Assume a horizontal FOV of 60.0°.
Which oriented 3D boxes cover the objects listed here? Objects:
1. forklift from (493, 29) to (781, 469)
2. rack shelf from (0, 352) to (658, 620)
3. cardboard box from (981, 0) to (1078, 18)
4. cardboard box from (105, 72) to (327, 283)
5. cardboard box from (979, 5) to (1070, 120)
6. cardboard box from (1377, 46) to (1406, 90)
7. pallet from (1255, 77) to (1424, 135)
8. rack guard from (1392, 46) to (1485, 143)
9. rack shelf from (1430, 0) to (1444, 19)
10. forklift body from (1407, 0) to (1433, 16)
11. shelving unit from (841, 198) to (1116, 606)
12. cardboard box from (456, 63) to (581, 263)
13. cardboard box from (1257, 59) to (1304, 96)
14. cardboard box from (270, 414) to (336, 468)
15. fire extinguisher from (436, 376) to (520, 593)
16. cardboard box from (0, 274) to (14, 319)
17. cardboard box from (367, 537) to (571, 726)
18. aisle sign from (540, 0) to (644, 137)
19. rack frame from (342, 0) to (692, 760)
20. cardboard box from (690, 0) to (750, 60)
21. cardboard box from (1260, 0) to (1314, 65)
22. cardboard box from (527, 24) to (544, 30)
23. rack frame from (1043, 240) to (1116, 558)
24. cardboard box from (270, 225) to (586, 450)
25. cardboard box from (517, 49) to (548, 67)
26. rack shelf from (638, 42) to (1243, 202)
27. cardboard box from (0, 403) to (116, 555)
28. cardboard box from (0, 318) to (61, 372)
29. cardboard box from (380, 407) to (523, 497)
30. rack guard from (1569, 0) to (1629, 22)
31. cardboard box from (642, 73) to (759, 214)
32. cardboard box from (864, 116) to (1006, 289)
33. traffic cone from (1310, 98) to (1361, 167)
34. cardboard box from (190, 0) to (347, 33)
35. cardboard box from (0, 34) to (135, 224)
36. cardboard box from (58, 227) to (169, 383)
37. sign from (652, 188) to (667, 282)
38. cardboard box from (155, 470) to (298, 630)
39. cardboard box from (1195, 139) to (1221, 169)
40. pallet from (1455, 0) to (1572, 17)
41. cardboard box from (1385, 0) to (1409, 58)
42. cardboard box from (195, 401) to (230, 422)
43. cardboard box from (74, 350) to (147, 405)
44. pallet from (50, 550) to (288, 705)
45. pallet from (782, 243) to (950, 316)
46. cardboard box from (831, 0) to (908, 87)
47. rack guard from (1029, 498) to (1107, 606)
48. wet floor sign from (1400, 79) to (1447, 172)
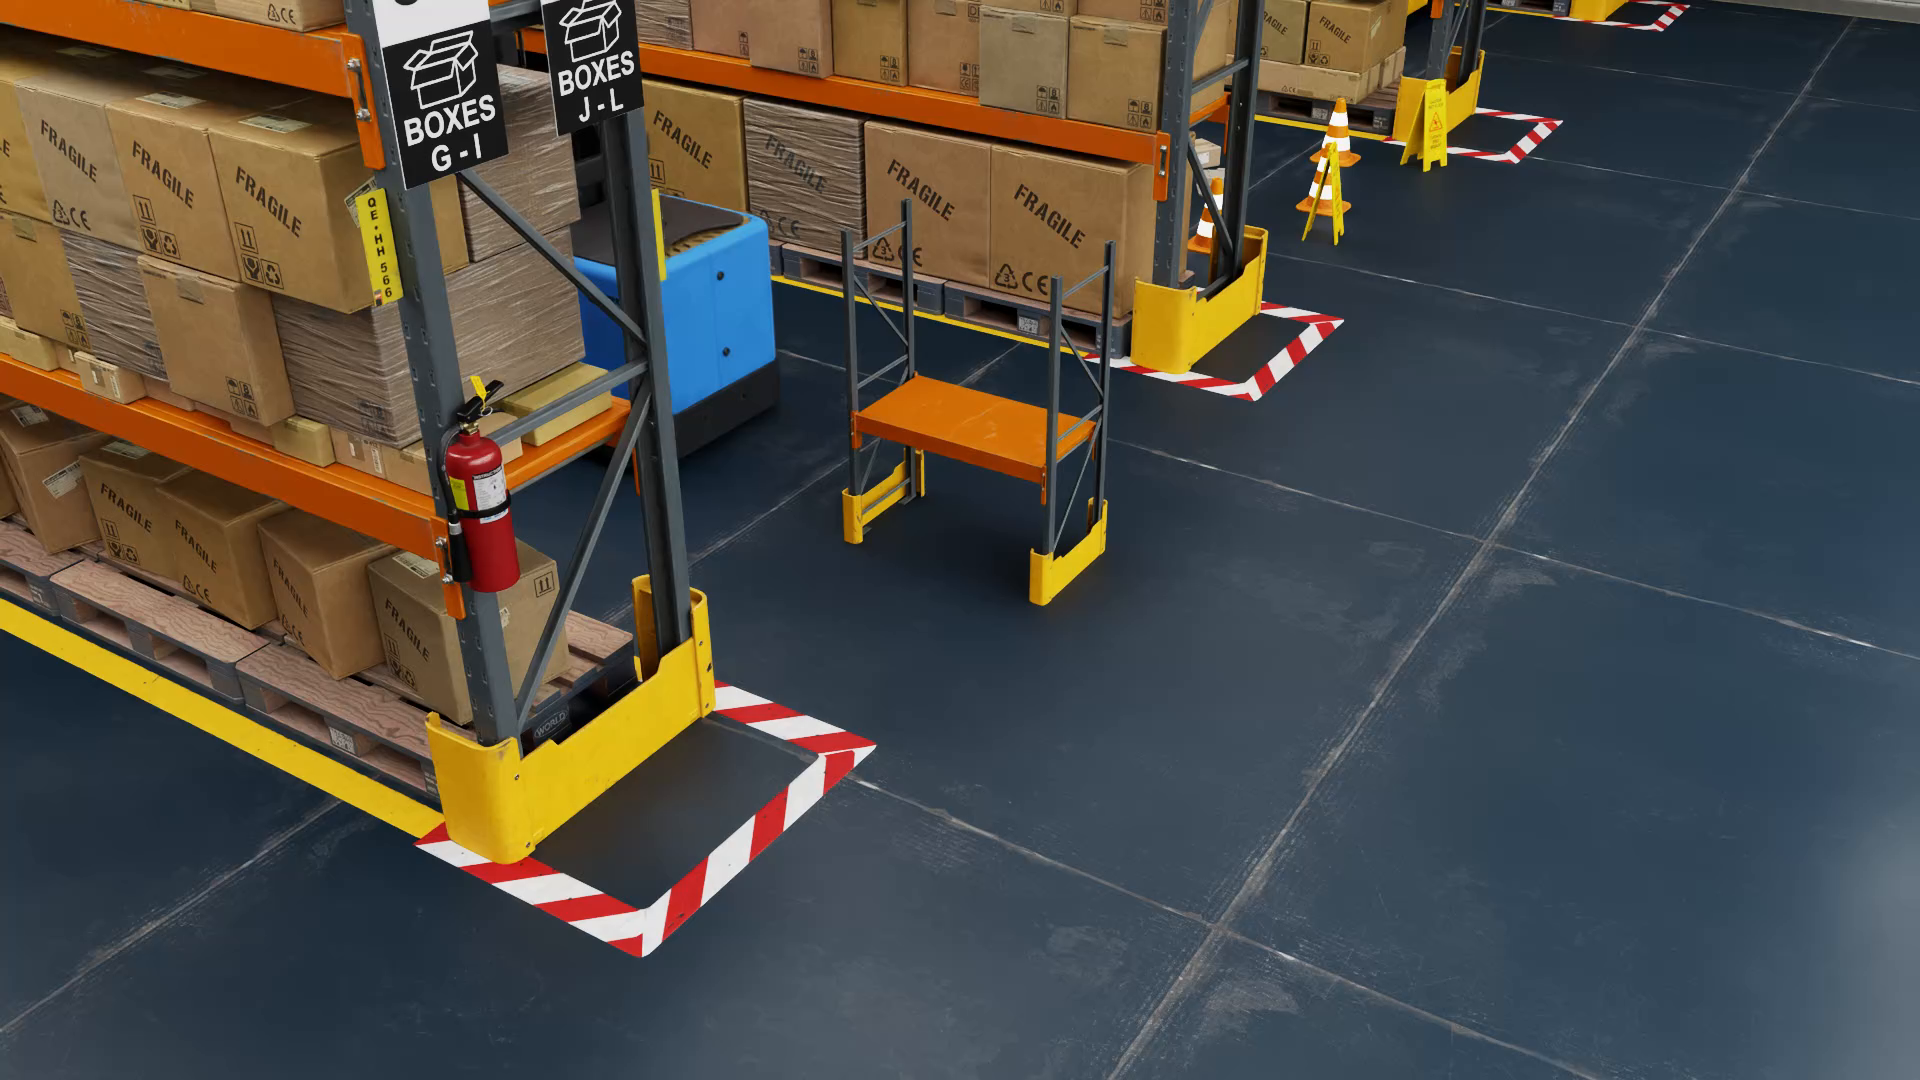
[{"bbox_3d":[-2.471,-2.174,8.568,3.031,2.935,1.130,18,35,28],"label":"forklift"},{"bbox_3d":[-3.033,-0.650,6.601,4.000,0.370,1.077,18,35,27],"label":"rack shelf"},{"bbox_3d":[0.575,-3.270,9.158,0.550,0.550,0.875,18,35,27],"label":"cardboard box"},{"bbox_3d":[-2.363,-1.202,5.447,0.500,0.500,0.500,18,35,27],"label":"cardboard box"},{"bbox_3d":[0.567,-2.798,9.420,0.550,0.550,0.875,18,35,27],"label":"cardboard box"},{"bbox_3d":[3.393,-3.982,13.911,0.500,0.250,0.500,17,34,27],"label":"cardboard box"},{"bbox_3d":[3.196,-3.703,13.888,1.213,0.211,1.003,18,35,27],"label":"pallet"},{"bbox_3d":[3.865,-3.595,13.416,0.348,0.500,1.175,18,35,27],"label":"rack guard"},{"bbox_3d":[2.235,-4.879,13.851,4.000,0.370,1.077,18,35,27],"label":"rack shelf"},{"bbox_3d":[3.989,-6.137,16.134,1.214,2.155,2.313,18,35,27],"label":"forklift body"},{"bbox_3d":[0.065,-0.627,7.337,1.083,1.500,0.587,18,35,27],"label":"shelving unit"},{"bbox_3d":[-1.660,-1.292,5.601,0.500,0.500,0.500,18,35,27],"label":"cardboard box"},{"bbox_3d":[2.667,-3.892,13.757,0.500,0.250,0.500,18,35,28],"label":"cardboard box"},{"bbox_3d":[-2.141,-0.417,5.737,0.250,0.149,0.380,18,35,27],"label":"cardboard box"},{"bbox_3d":[-1.487,-0.164,5.131,0.183,0.674,0.296,18,35,27],"label":"fire extinguisher"},{"bbox_3d":[-3.497,-1.281,6.575,0.500,0.500,0.875,18,35,27],"label":"cardboard box"},{"bbox_3d":[-1.859,0.299,6.325,0.500,0.500,0.500,25,39,36],"label":"cardboard box"},{"bbox_3d":[-1.127,-1.659,5.037,0.004,0.787,0.394,18,35,27],"label":"aisle sign"},{"bbox_3d":[-1.339,-0.425,5.501,0.127,3.000,1.000,18,35,27],"label":"rack frame"},{"bbox_3d":[-1.208,-3.420,10.486,0.550,0.550,0.875,18,35,27],"label":"cardboard box"},{"bbox_3d":[2.668,-4.214,13.564,0.500,0.500,0.500,19,35,29],"label":"cardboard box"},{"bbox_3d":[-2.589,-3.655,10.939,0.500,0.500,0.500,17,34,27],"label":"cardboard box"},{"bbox_3d":[0.503,-0.489,7.099,0.032,1.500,0.500,18,35,27],"label":"rack frame"},{"bbox_3d":[-1.790,-0.756,5.674,0.500,0.500,0.875,18,35,27],"label":"cardboard box"},{"bbox_3d":[-3.393,-3.184,12.047,0.750,0.750,1.050,18,35,27],"label":"cardboard box"},{"bbox_3d":[-0.311,-2.740,10.183,4.000,0.370,1.077,18,35,27],"label":"rack shelf"},{"bbox_3d":[-3.920,-0.324,7.392,0.500,0.500,0.500,-23,37,-33],"label":"cardboard box"},{"bbox_3d":[-3.427,-0.806,6.404,0.250,0.149,0.380,18,35,27],"label":"cardboard box"},{"bbox_3d":[-1.690,-0.305,5.545,0.250,0.149,0.380,18,35,27],"label":"cardboard box"},{"bbox_3d":[6.585,-5.688,17.003,0.348,0.500,1.175,18,35,27],"label":"rack guard"},{"bbox_3d":[-1.509,-2.652,11.010,0.875,0.875,0.875,18,35,28],"label":"cardboard box"},{"bbox_3d":[0.027,-2.167,10.179,0.875,0.875,0.875,17,34,27],"label":"cardboard box"},{"bbox_3d":[2.879,-3.123,12.644,0.334,0.463,0.336,18,35,27],"label":"traffic cone"},{"bbox_3d":[-1.883,-1.676,4.819,0.500,0.250,0.500,18,35,28],"label":"cardboard box"},{"bbox_3d":[-3.204,-1.474,5.914,0.500,0.500,0.500,18,35,27],"label":"cardboard box"},{"bbox_3d":[-2.678,-0.991,6.077,0.500,0.500,0.875,18,35,27],"label":"cardboard box"},{"bbox_3d":[-1.051,-1.030,5.680,0.005,0.325,0.100,18,35,27],"label":"sign"},{"bbox_3d":[-2.904,-0.022,6.875,0.500,0.500,0.500,21,36,32],"label":"cardboard box"},{"bbox_3d":[1.746,-2.912,12.594,0.380,0.149,0.250,-15,33,-24],"label":"cardboard box"},{"bbox_3d":[5.895,-5.756,17.408,1.213,0.211,1.003,18,35,27],"label":"pallet"},{"bbox_3d":[3.373,-4.312,13.733,0.500,0.500,0.500,16,34,26],"label":"cardboard box"},{"bbox_3d":[-2.534,-0.575,6.008,0.250,0.149,0.380,18,35,27],"label":"cardboard box"},{"bbox_3d":[-3.017,-0.662,6.157,0.250,0.149,0.380,18,35,27],"label":"cardboard box"},{"bbox_3d":[-3.102,0.199,7.199,1.213,0.211,1.003,18,35,27],"label":"pallet"},{"bbox_3d":[-0.365,-1.818,10.657,1.213,0.211,1.003,18,35,27],"label":"pallet"},{"bbox_3d":[-0.311,-3.125,9.982,0.500,0.550,0.875,18,35,27],"label":"cardboard box"},{"bbox_3d":[0.486,0.046,7.423,0.087,0.250,0.587,18,35,27],"label":"rack guard"},{"bbox_3d":[3.521,-3.130,12.475,0.267,0.644,0.232,-21,36,-32],"label":"wet floor sign"}]
